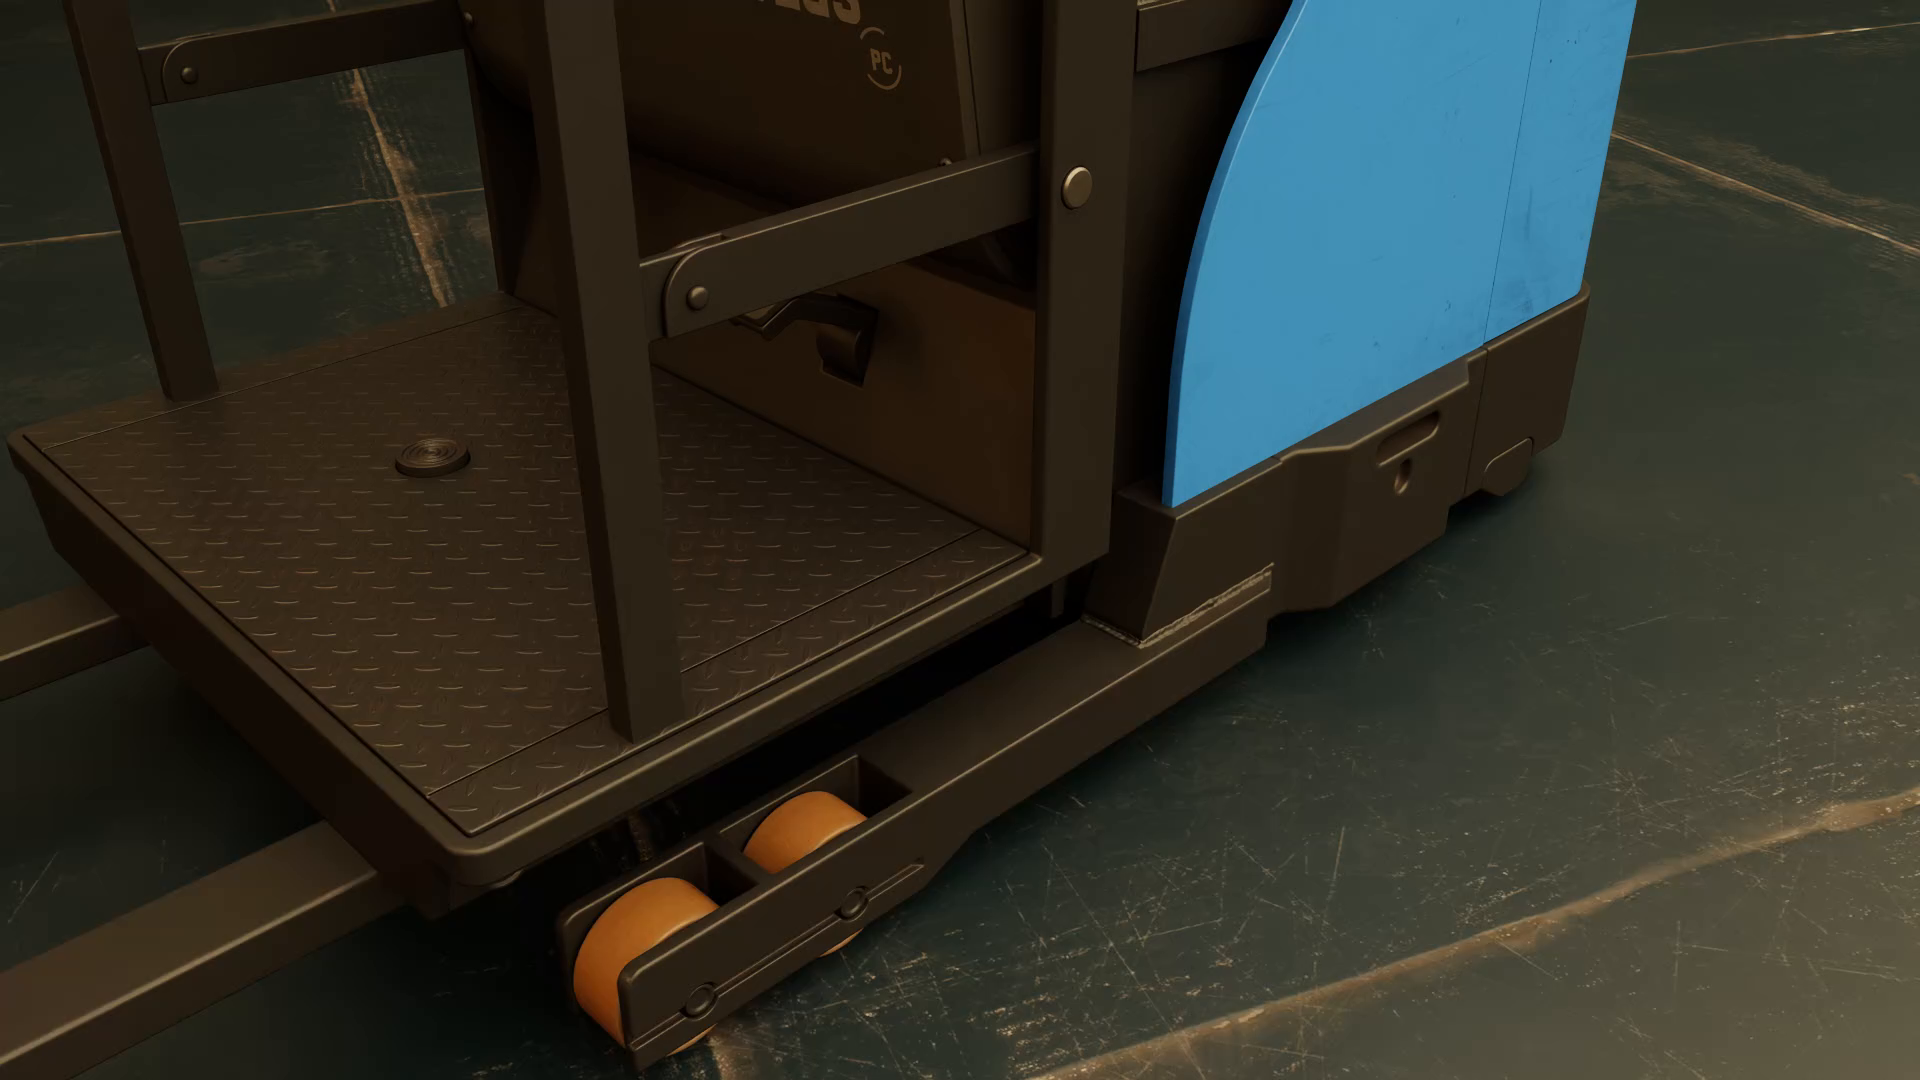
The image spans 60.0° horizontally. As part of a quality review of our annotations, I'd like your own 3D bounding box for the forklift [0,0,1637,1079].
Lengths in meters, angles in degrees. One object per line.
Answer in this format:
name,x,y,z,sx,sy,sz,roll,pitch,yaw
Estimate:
forklift,-0.435,-1.063,1.405,3.031,2.935,1.130,-26,39,-37
